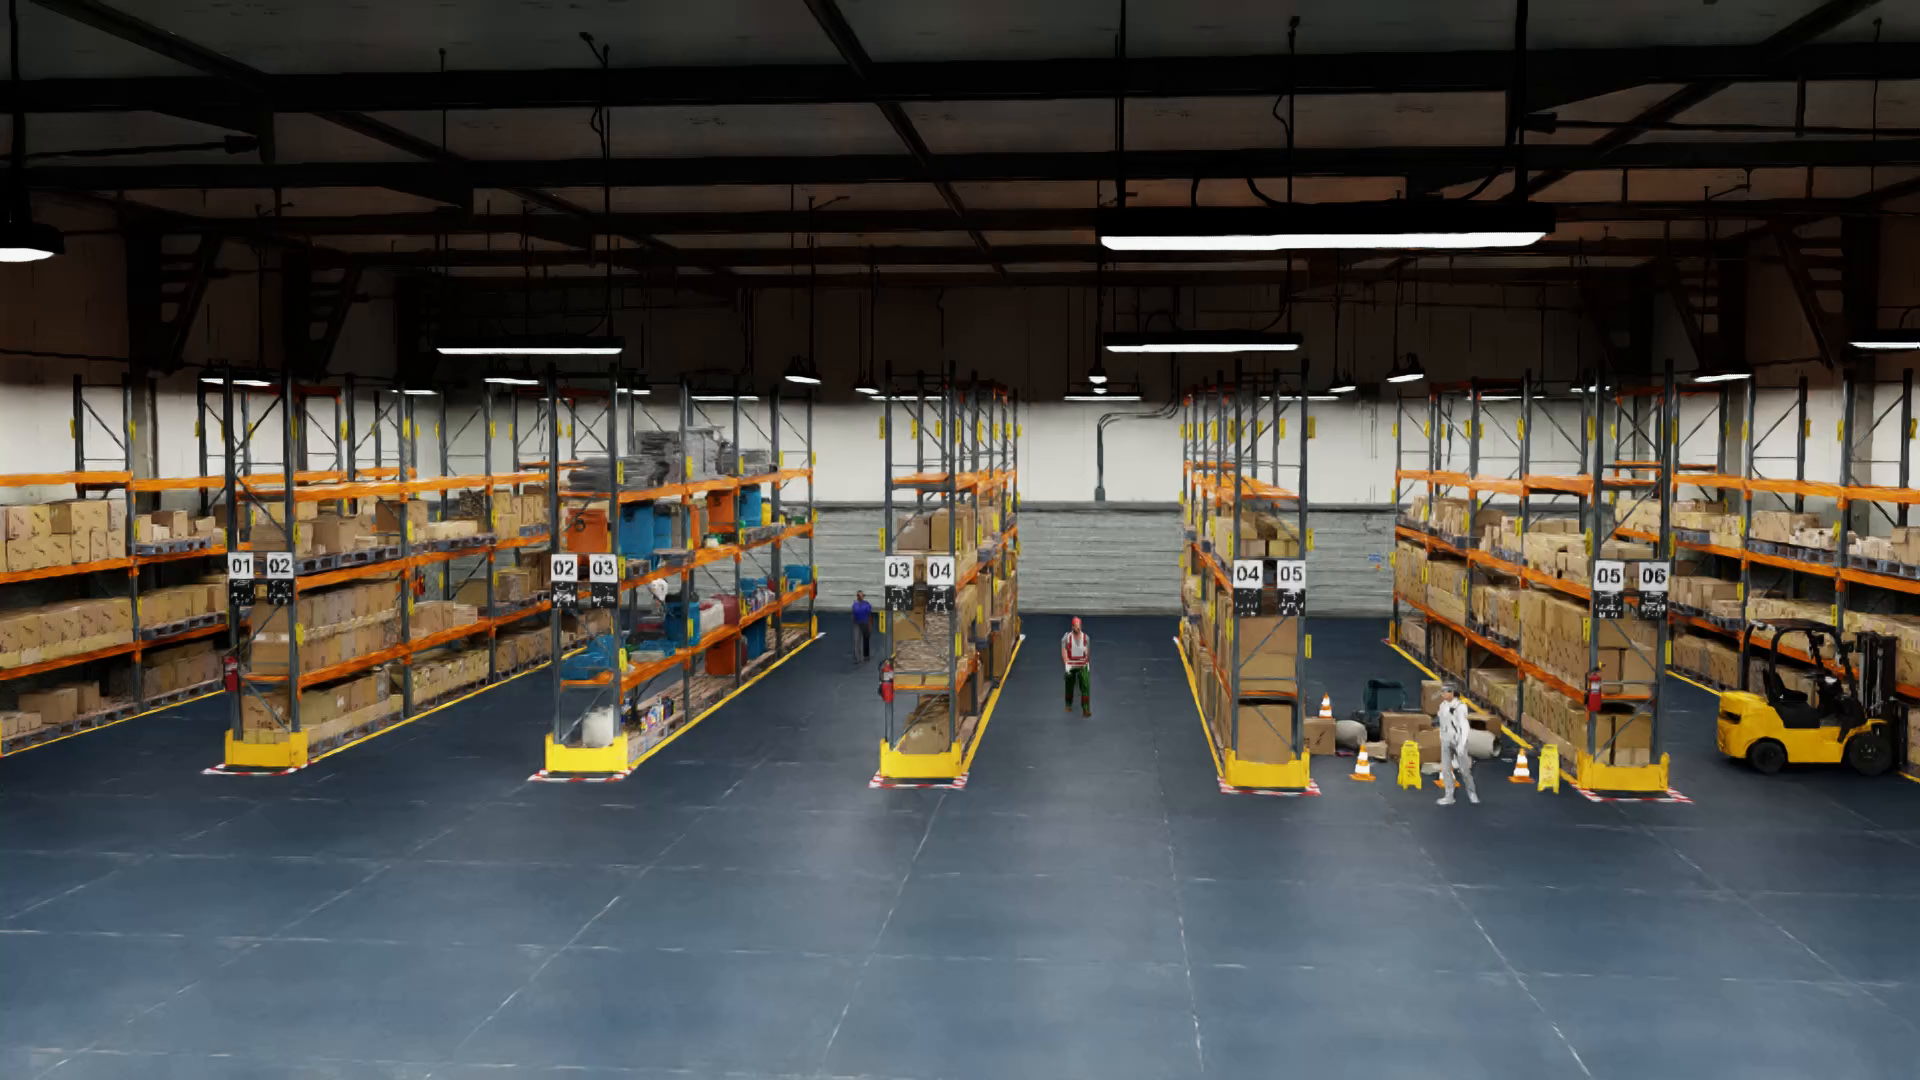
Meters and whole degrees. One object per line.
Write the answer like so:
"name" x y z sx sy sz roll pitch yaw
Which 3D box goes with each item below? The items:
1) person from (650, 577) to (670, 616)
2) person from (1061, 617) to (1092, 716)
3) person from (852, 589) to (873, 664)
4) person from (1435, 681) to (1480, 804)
"person" -7.397 1.474 40.915 0.423 1.669 0.601 2 4 26
"person" 2.039 2.205 29.222 0.527 1.727 1.032 0 4 -3
"person" -2.097 1.850 35.701 0.463 1.596 0.998 0 4 4
"person" 6.673 2.712 22.305 0.592 1.646 0.524 -3 5 -34
